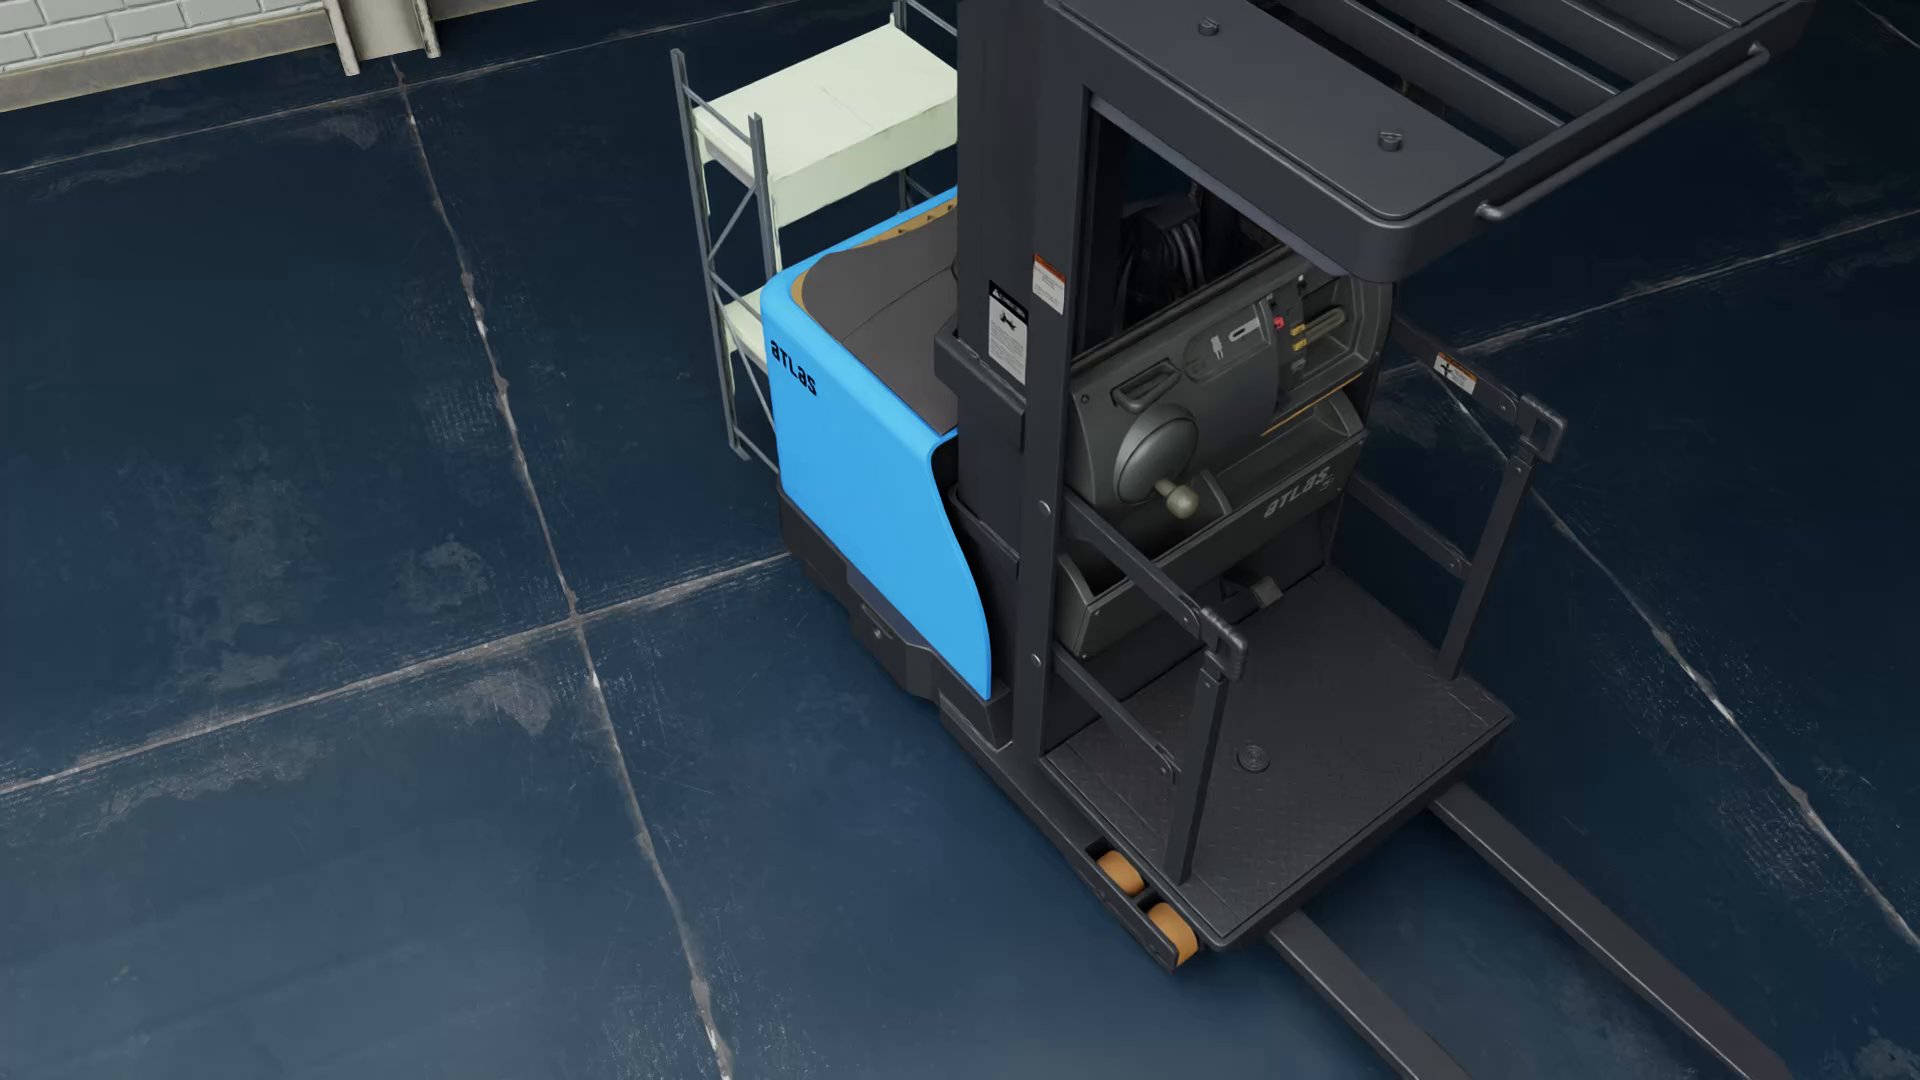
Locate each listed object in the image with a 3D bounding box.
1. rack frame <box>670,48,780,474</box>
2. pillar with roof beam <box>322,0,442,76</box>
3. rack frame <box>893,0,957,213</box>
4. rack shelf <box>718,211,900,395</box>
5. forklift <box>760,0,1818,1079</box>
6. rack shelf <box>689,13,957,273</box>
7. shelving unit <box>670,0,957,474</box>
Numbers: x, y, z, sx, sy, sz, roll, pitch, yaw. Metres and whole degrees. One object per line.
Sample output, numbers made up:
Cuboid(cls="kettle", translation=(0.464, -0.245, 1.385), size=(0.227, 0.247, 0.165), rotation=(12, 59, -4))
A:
Cuboid(cls="rack frame", translation=(-0.631, -0.687, 4.852), size=(0.023, 1.500, 0.400), rotation=(-31, 56, -24))
Cuboid(cls="pillar with roof beam", translation=(-0.793, -1.998, 1.034), size=(0.400, 9.000, 9.100), rotation=(-17, 52, -14))
Cuboid(cls="rack frame", translation=(-0.060, -1.035, 5.150), size=(0.023, 1.500, 0.400), rotation=(-31, 56, -24))
Cuboid(cls="rack shelf", translation=(-0.345, -0.649, 5.248), size=(0.720, 0.370, 0.431), rotation=(-31, 56, -24))
Cuboid(cls="forklift", translation=(0.752, -0.288, 3.566), size=(1.130, 2.935, 3.031), rotation=(-31, 56, -24))
Cuboid(cls="rack shelf", translation=(-0.345, -1.115, 4.705), size=(0.720, 0.370, 0.431), rotation=(-31, 56, -24))
Cuboid(cls="shelving unit", translation=(-0.345, -0.861, 5.001), size=(0.755, 1.500, 0.431), rotation=(-31, 56, -24))
